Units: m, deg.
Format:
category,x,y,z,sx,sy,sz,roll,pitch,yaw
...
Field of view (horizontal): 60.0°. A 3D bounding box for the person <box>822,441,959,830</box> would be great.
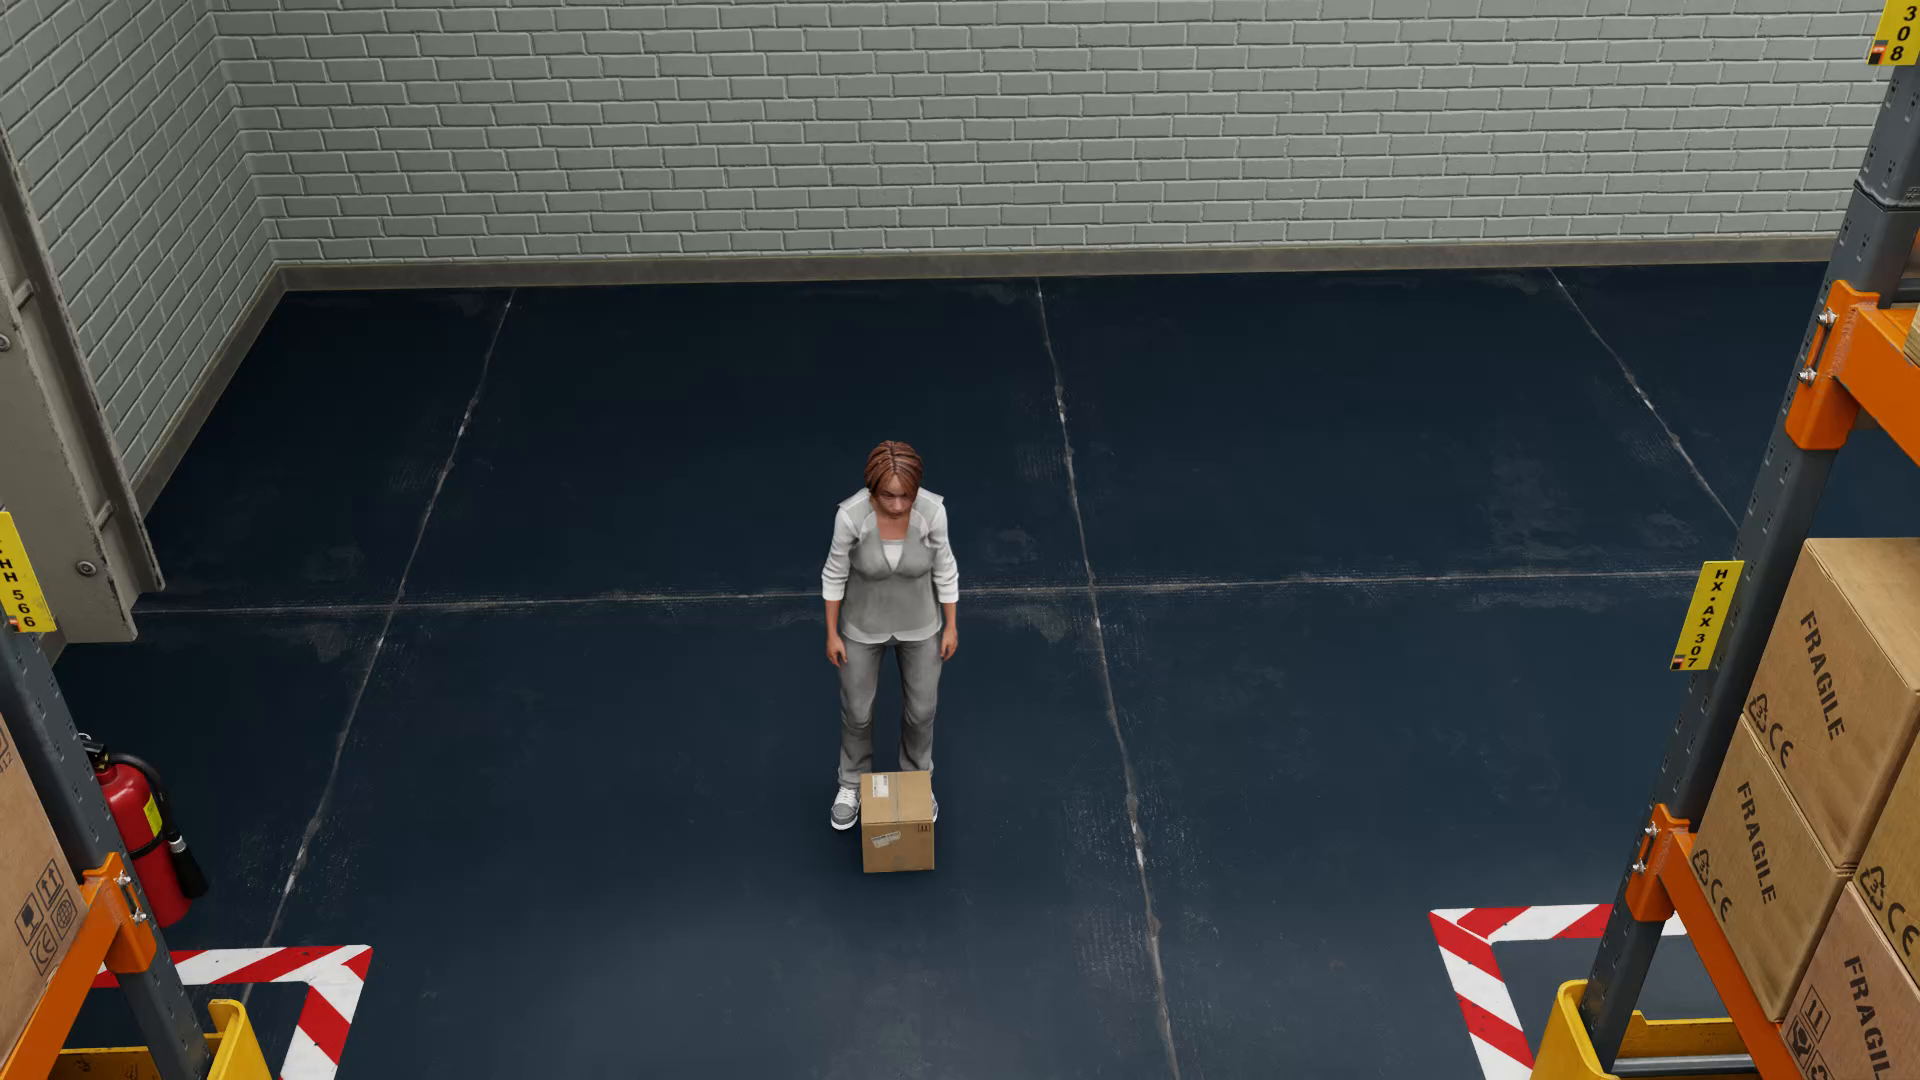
category,x,y,z,sx,sy,sz,roll,pitch,yaw
person,-0.241,0.325,5.719,0.483,1.575,0.347,-4,36,-5
